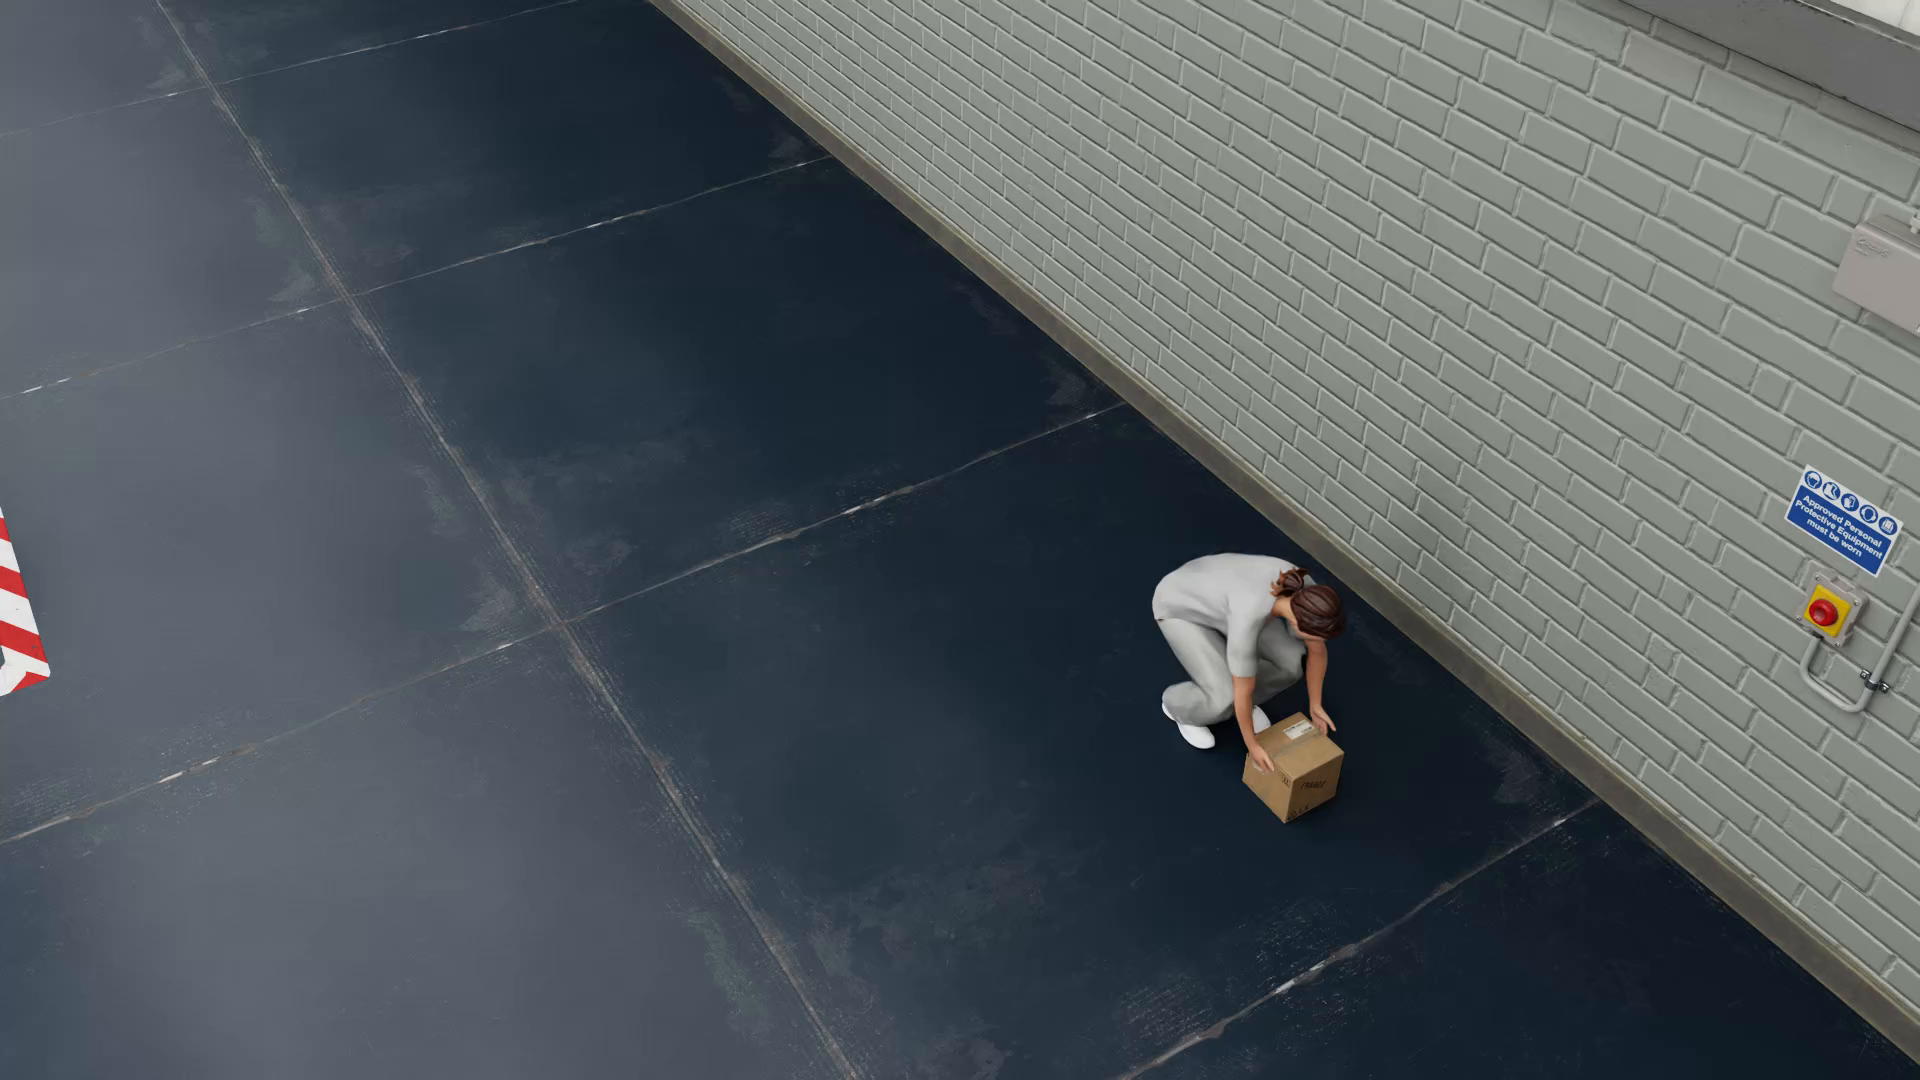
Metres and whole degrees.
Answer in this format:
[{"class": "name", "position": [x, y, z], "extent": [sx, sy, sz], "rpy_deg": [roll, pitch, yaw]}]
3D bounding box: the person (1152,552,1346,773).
[{"class": "person", "position": [1.079, 0.389, 6.265], "extent": [0.486, 0.951, 0.790], "rpy_deg": [-23, 46, -24]}]
